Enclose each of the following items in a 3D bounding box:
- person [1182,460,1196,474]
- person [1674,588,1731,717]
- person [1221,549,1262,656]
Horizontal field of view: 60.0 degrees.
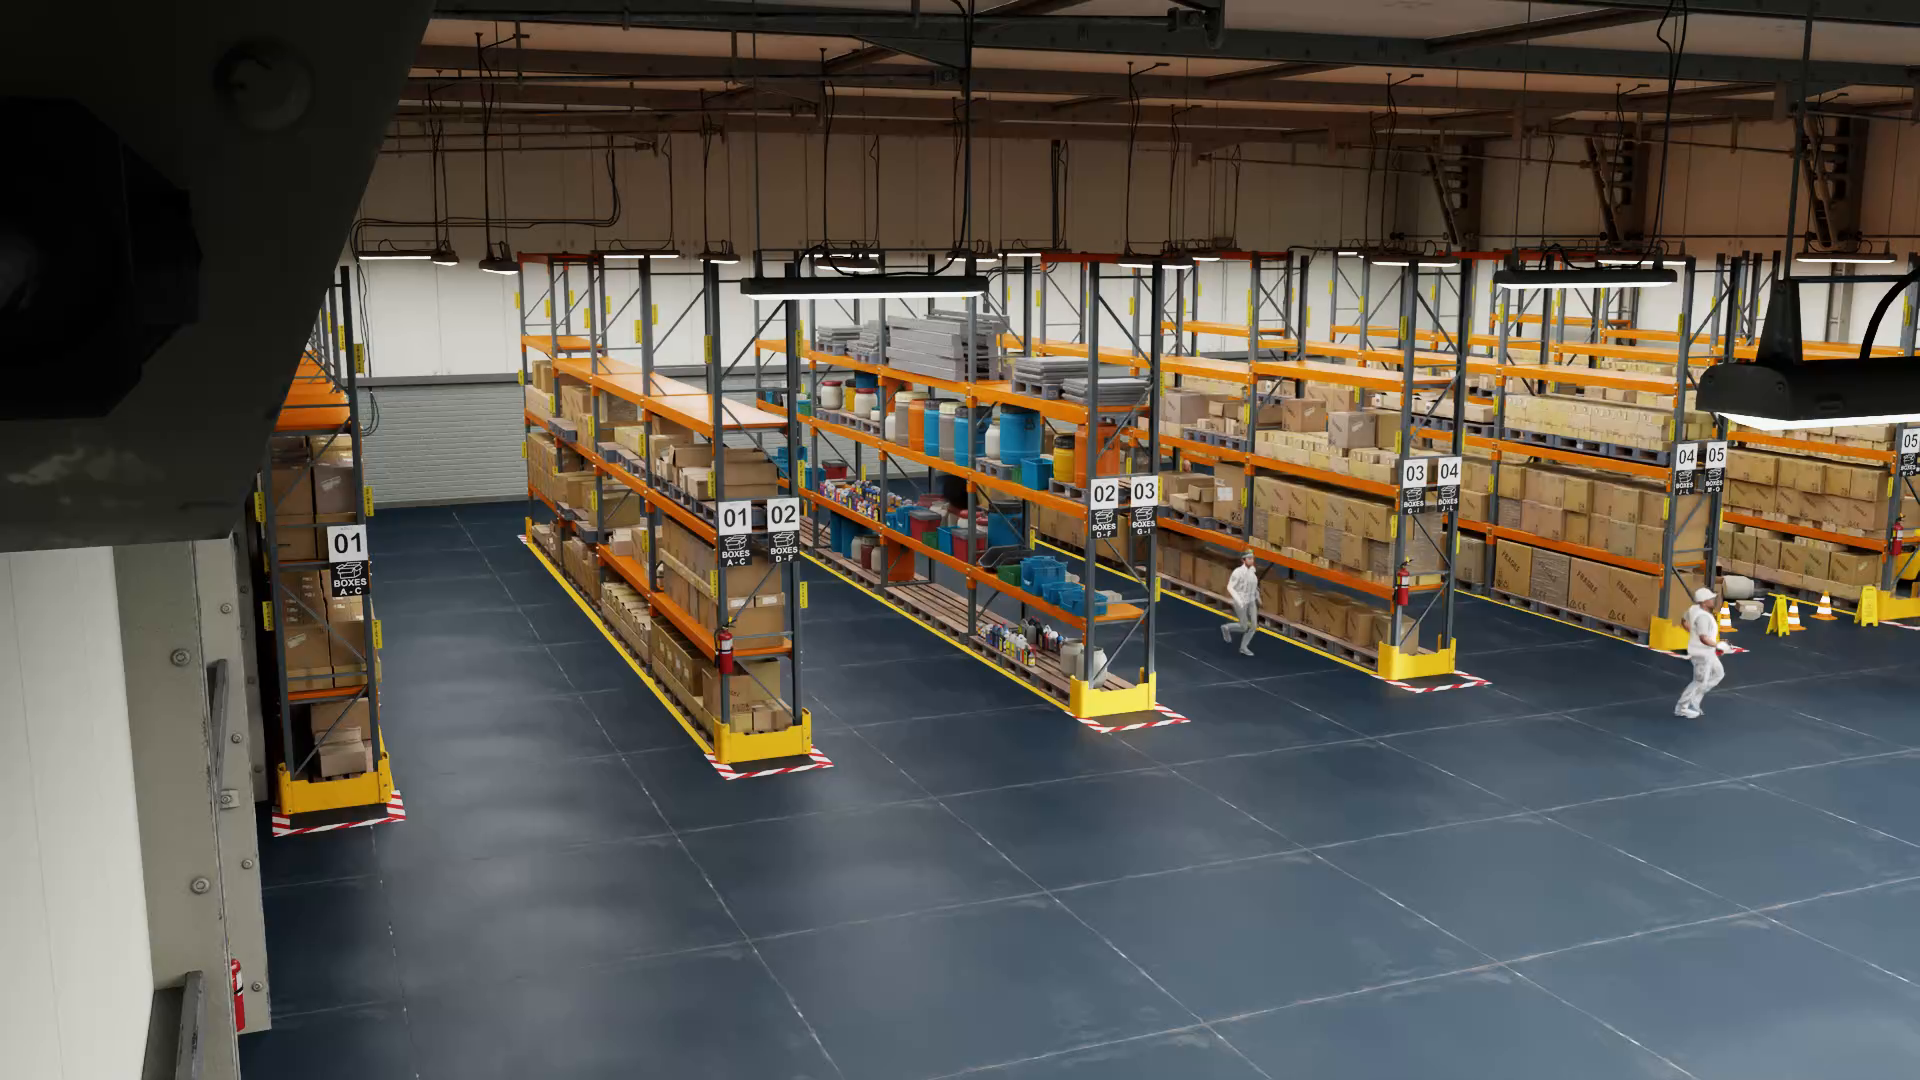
[{"bbox_3d":[4.620,-0.749,34.028,0.697,1.783,1.043,-5,12,-26],"label":"person"},{"bbox_3d":[9.850,1.486,22.013,0.614,1.740,0.686,3,11,18],"label":"person"},{"bbox_3d":[4.311,0.925,25.459,0.603,1.648,0.594,-7,12,-33],"label":"person"}]
